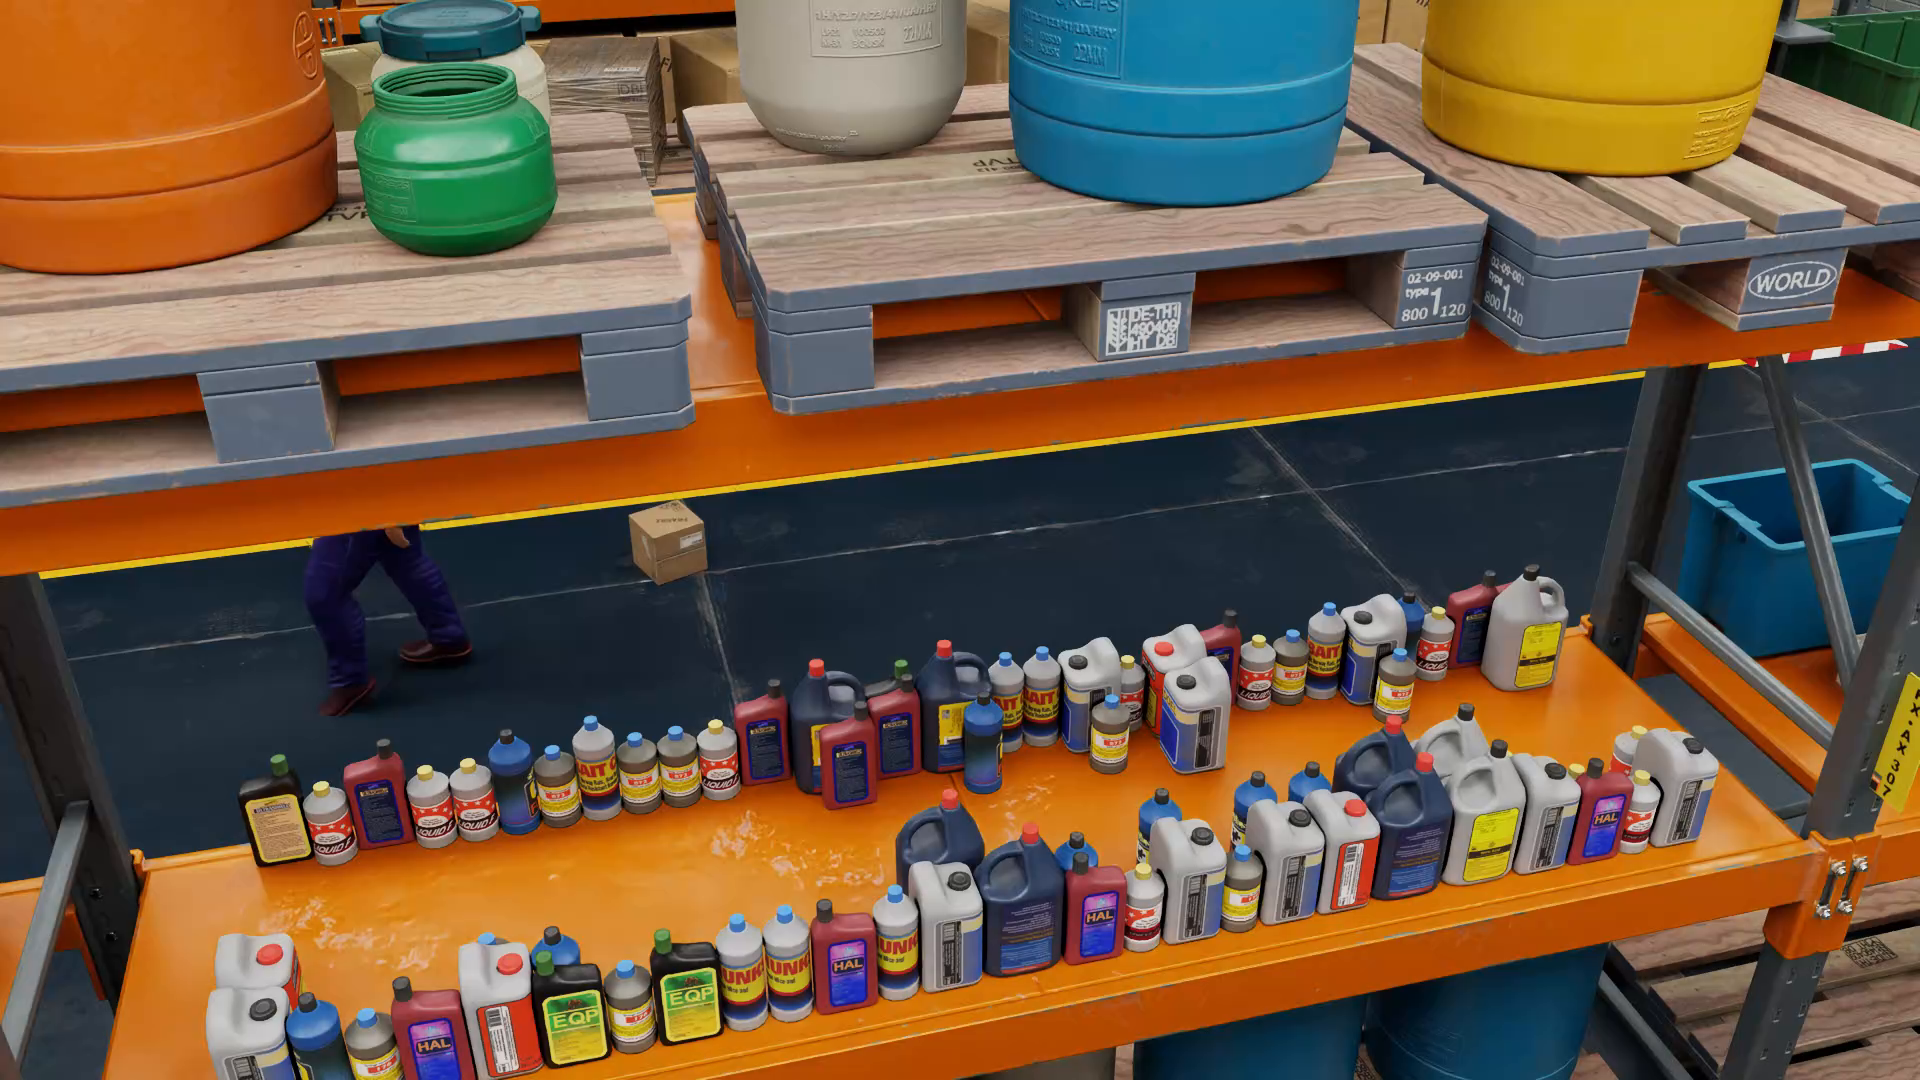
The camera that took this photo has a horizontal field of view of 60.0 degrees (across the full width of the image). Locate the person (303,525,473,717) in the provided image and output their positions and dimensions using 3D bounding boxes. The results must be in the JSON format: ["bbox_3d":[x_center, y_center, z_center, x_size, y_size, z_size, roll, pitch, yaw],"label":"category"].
[{"bbox_3d":[-2.303,-0.116,6.383,0.622,1.714,0.482,-6,31,-10],"label":"person"}]
